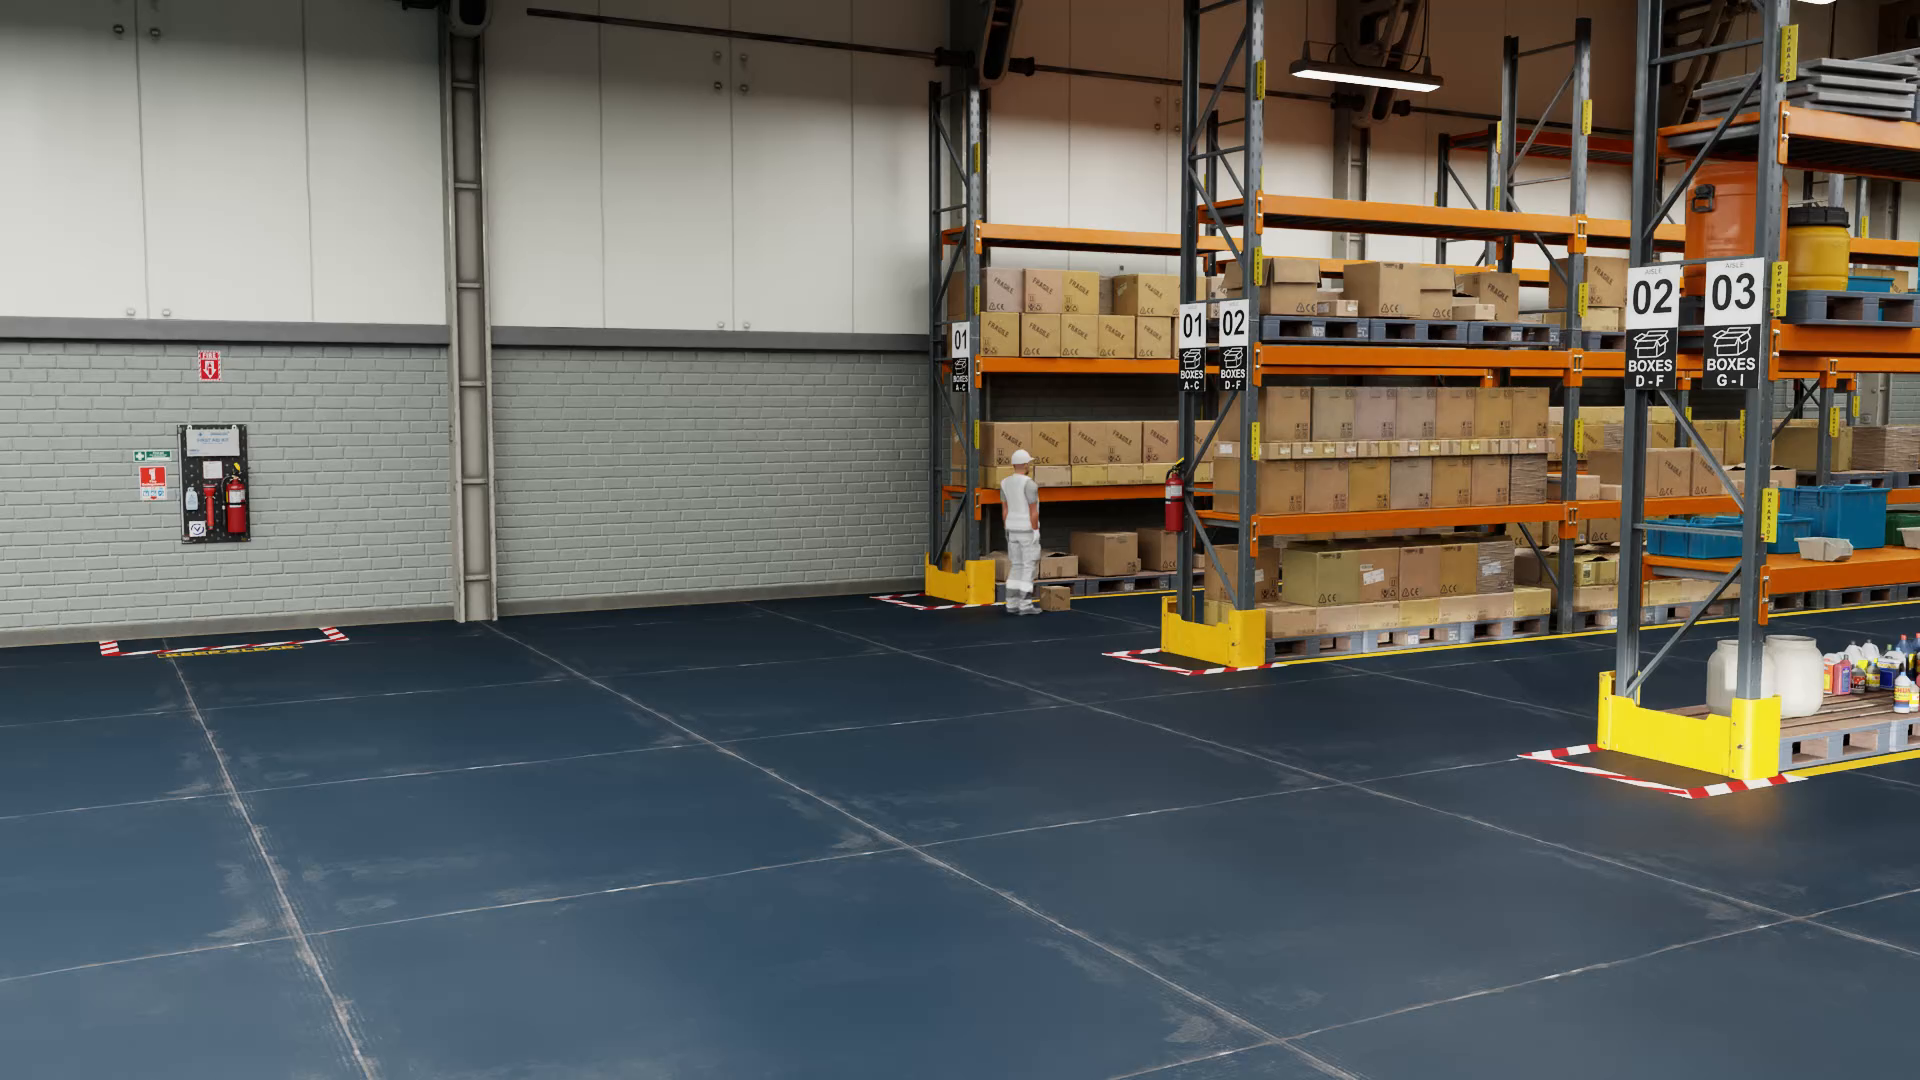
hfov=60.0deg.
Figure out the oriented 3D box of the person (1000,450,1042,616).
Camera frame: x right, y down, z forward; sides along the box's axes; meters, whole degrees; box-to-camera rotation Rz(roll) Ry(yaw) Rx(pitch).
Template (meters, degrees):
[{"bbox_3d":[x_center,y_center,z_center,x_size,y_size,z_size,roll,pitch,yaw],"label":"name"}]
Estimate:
[{"bbox_3d":[0.682,-0.088,18.074,0.352,1.786,0.524,-4,7,-41],"label":"person"}]
